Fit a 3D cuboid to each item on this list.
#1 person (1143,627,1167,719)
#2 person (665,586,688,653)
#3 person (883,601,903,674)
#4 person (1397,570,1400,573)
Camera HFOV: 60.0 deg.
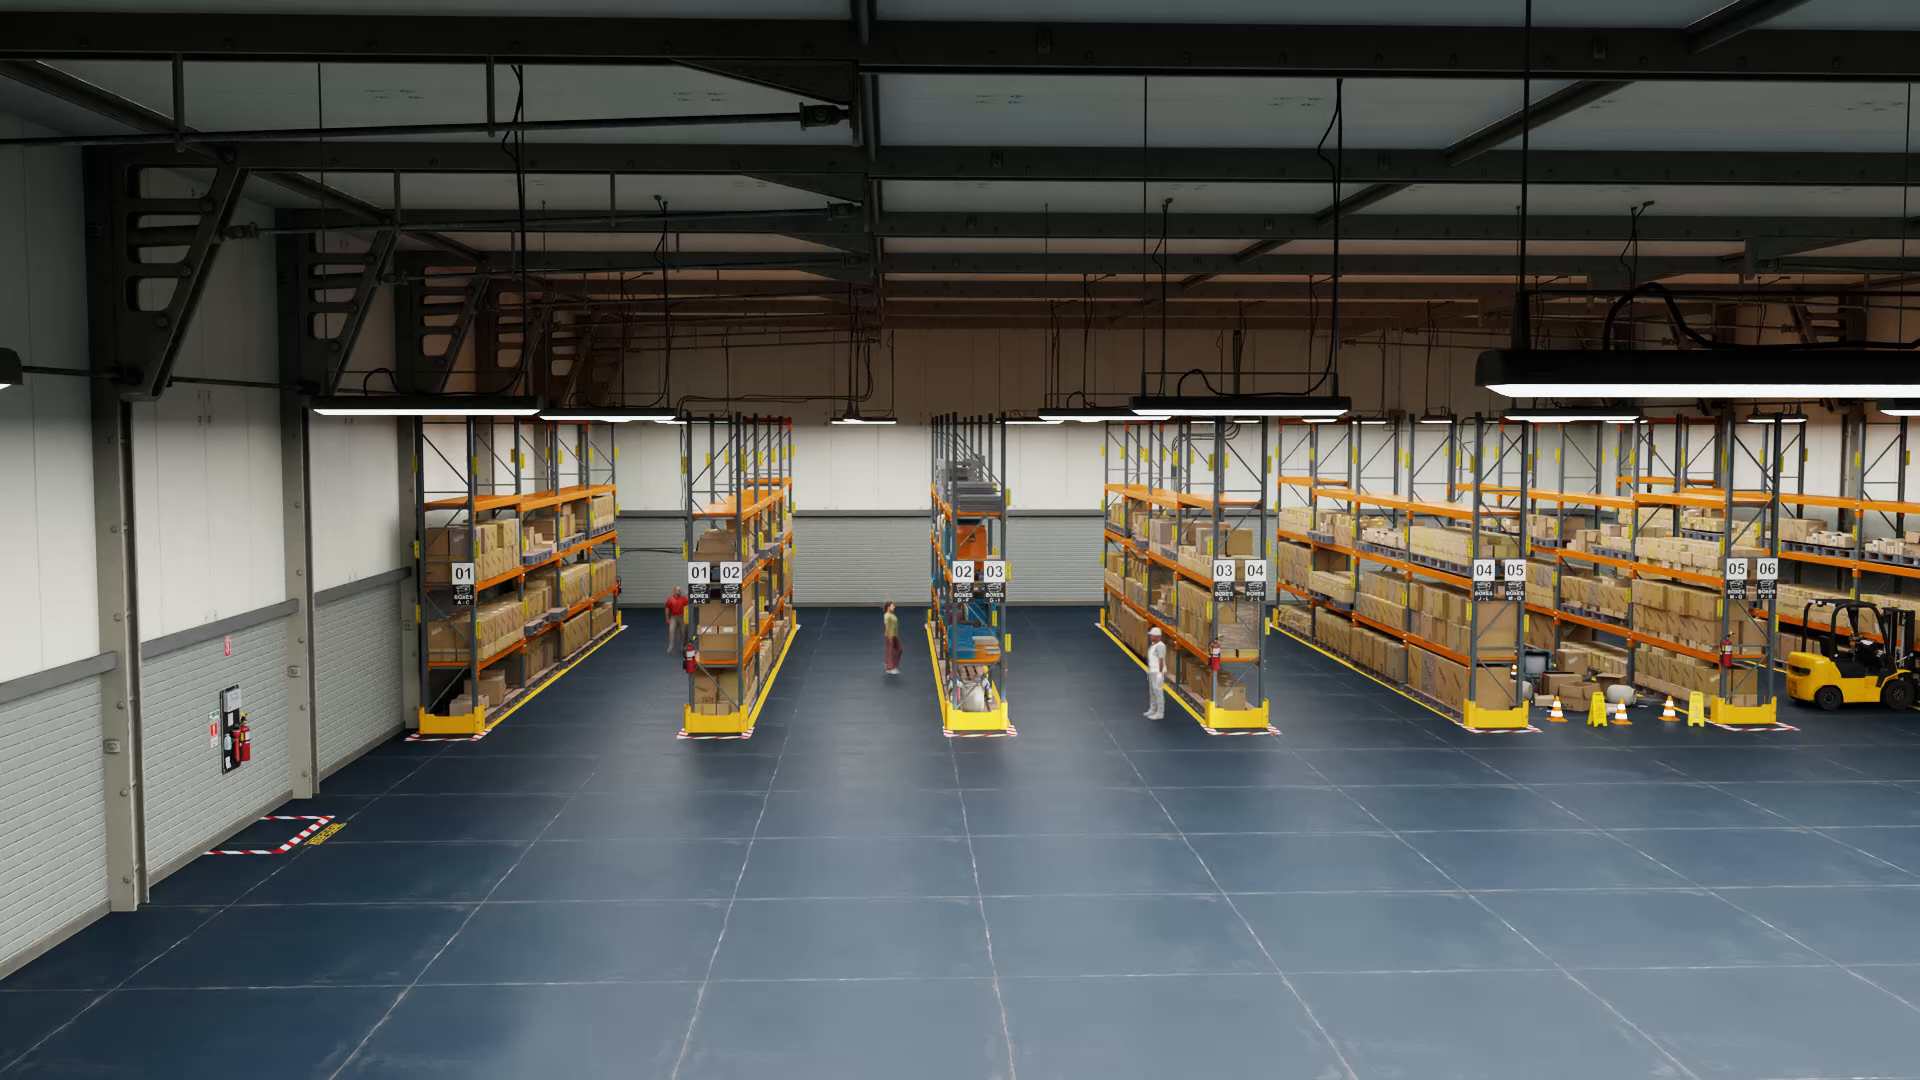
[{"bbox_3d":[3.831,2.599,32.652,0.435,1.787,0.643,0,4,-6],"label":"person"},{"bbox_3d":[-7.105,2.001,42.029,0.710,1.659,1.078,0,4,2],"label":"person"},{"bbox_3d":[-1.590,2.269,38.588,0.424,1.705,0.476,2,4,25],"label":"person"},{"bbox_3d":[11.986,1.724,45.808,0.524,1.777,0.594,1,4,14],"label":"person"}]
